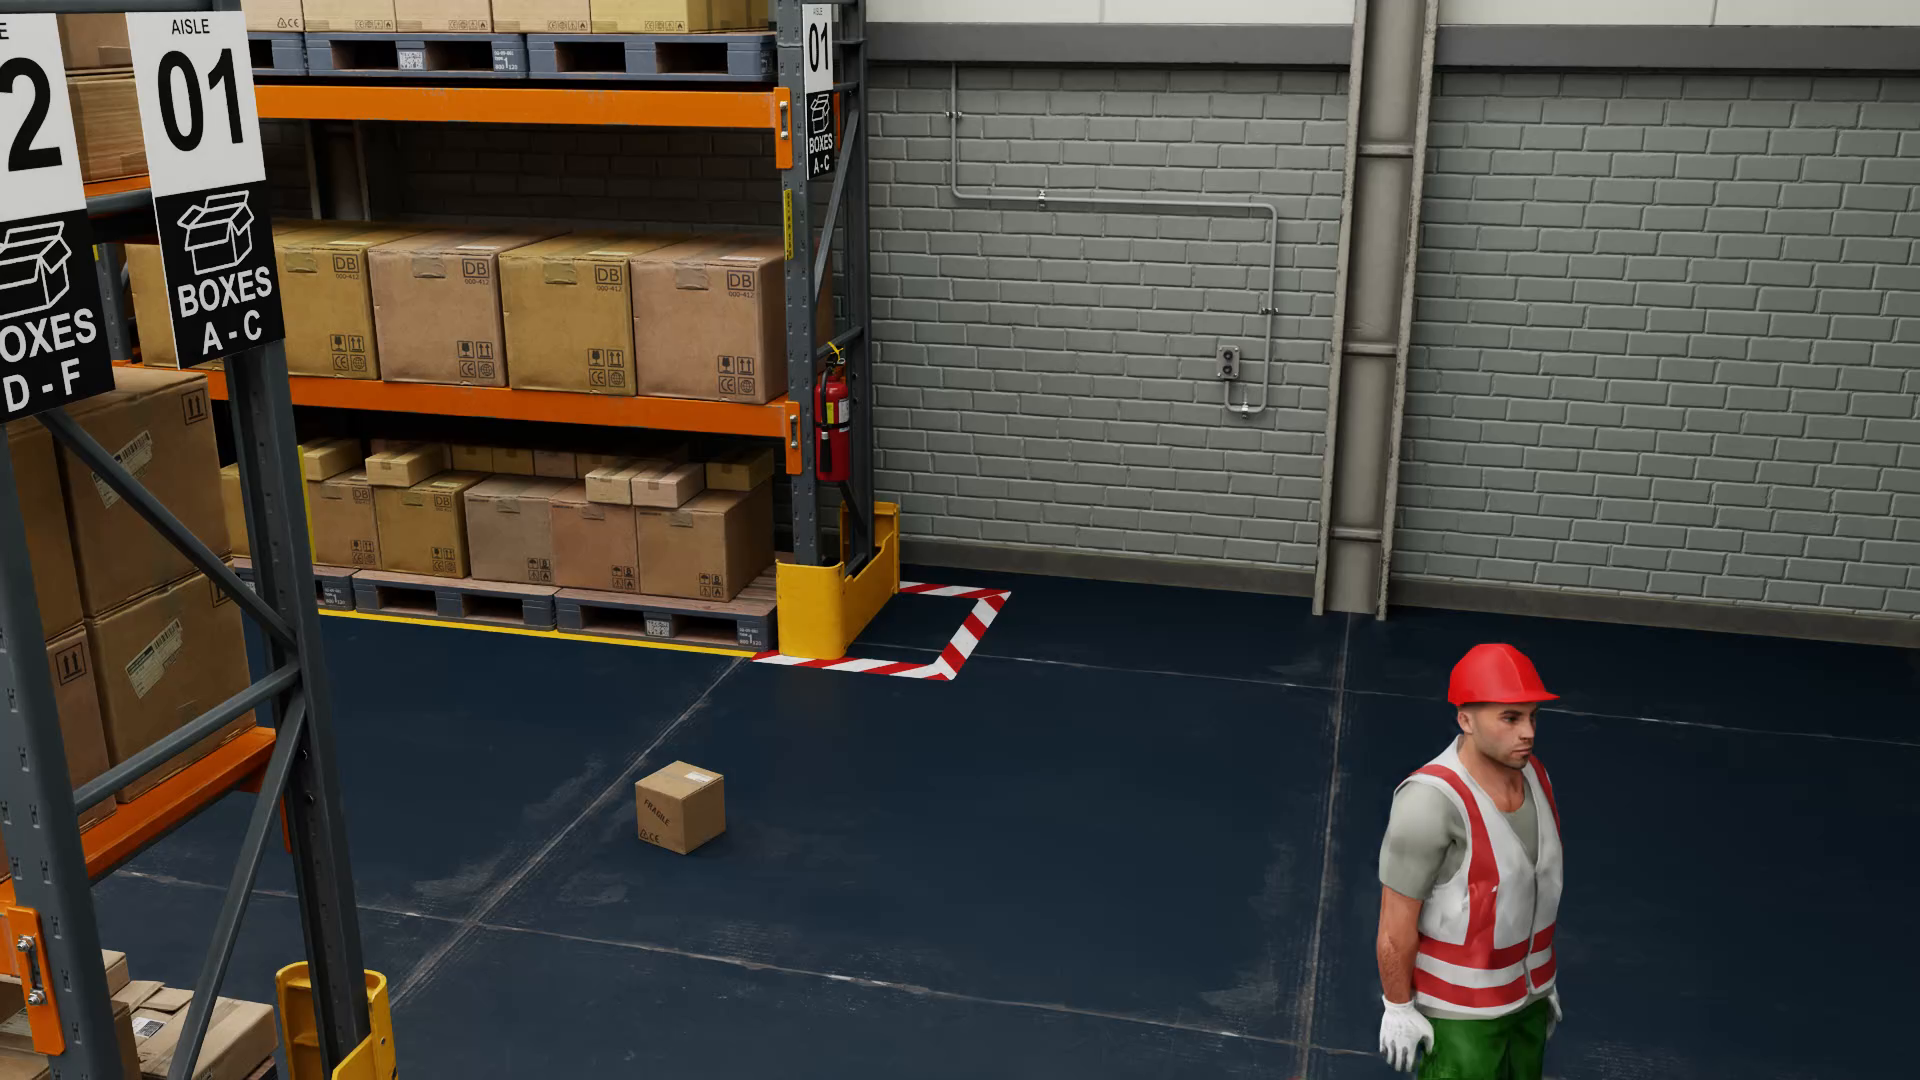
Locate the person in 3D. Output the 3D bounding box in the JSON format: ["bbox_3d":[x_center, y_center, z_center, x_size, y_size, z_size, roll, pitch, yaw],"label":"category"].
[{"bbox_3d":[1.238,1.097,4.077,0.533,1.782,0.498,-13,22,-35],"label":"person"}]
